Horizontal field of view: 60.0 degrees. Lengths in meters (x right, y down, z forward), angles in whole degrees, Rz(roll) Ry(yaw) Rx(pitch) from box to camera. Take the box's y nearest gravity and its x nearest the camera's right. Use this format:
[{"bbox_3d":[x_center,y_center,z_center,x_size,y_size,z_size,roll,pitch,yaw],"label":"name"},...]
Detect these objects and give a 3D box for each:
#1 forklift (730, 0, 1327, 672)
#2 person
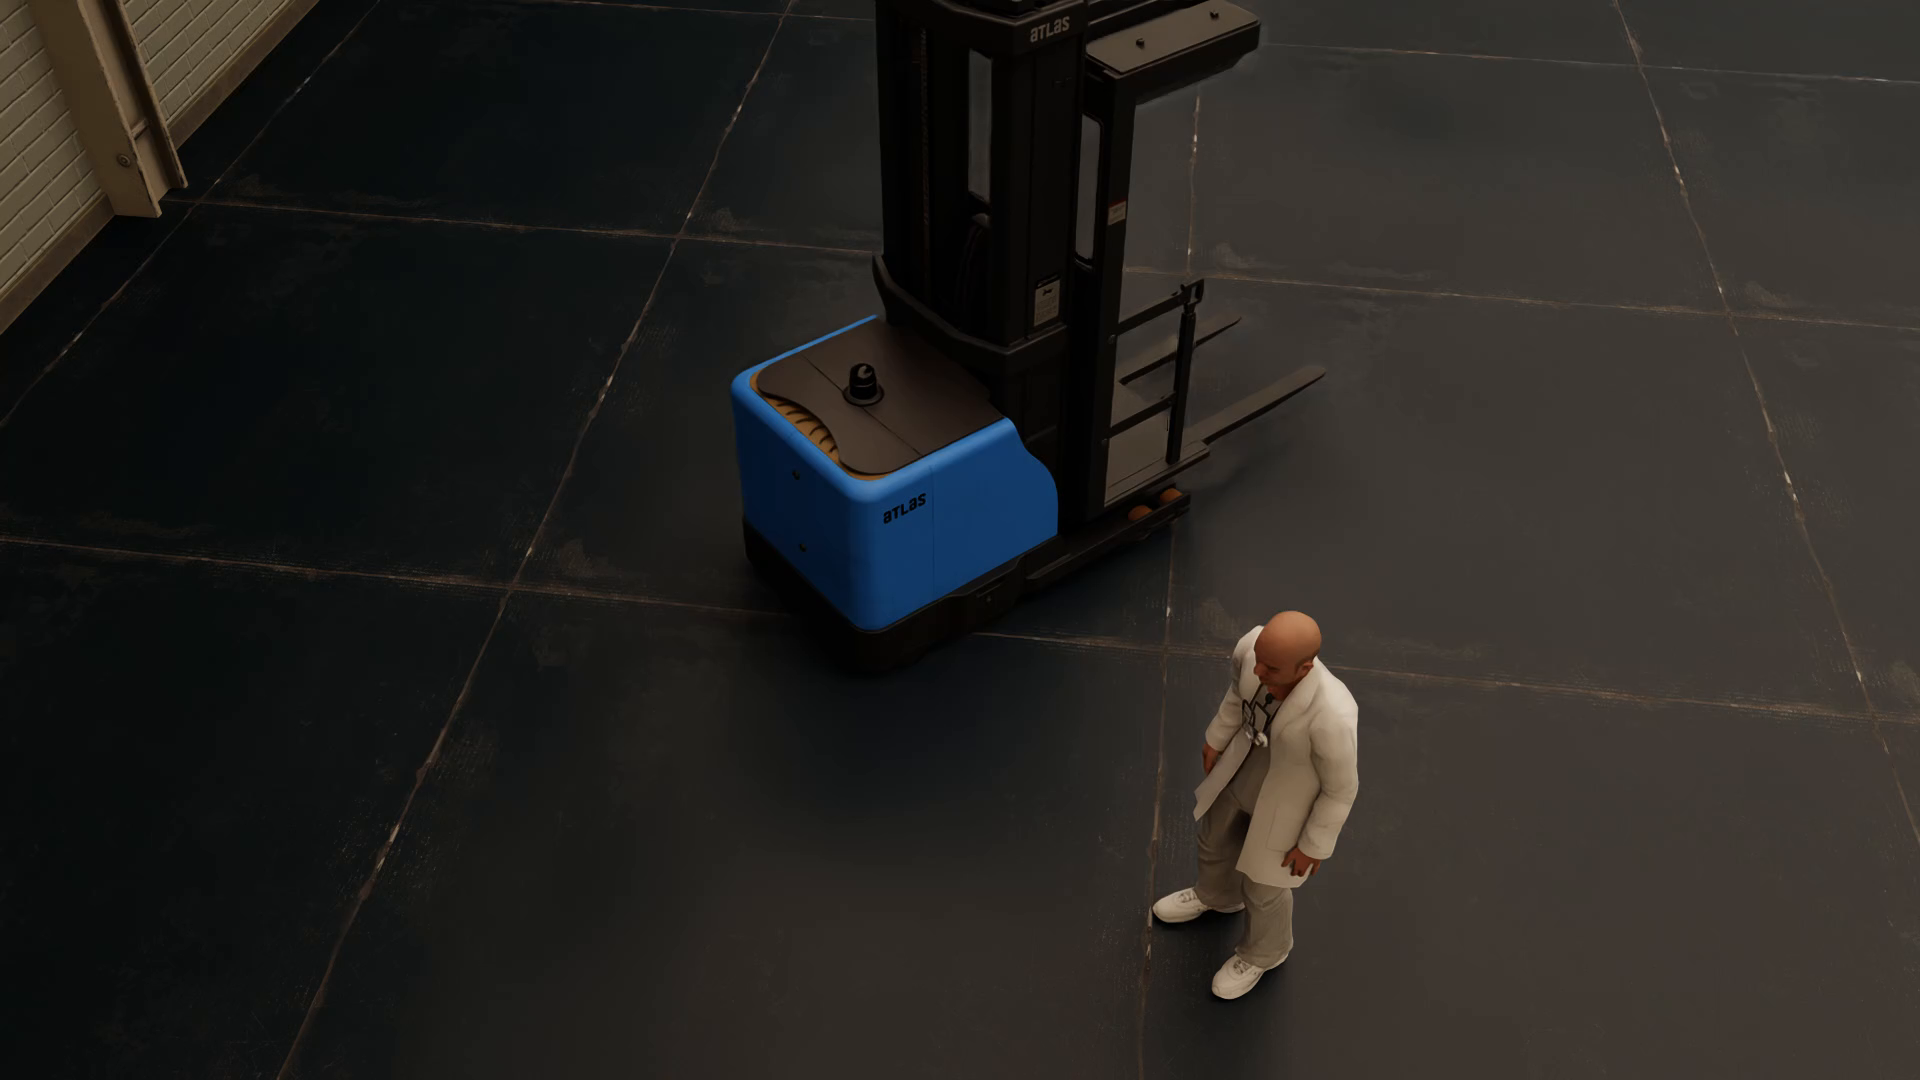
[{"bbox_3d":[0.479,-1.336,7.179,3.031,2.935,1.130,-28,49,-27],"label":"forklift"},{"bbox_3d":[1.037,0.863,5.641,0.430,1.772,0.647,-20,46,-20],"label":"person"}]
